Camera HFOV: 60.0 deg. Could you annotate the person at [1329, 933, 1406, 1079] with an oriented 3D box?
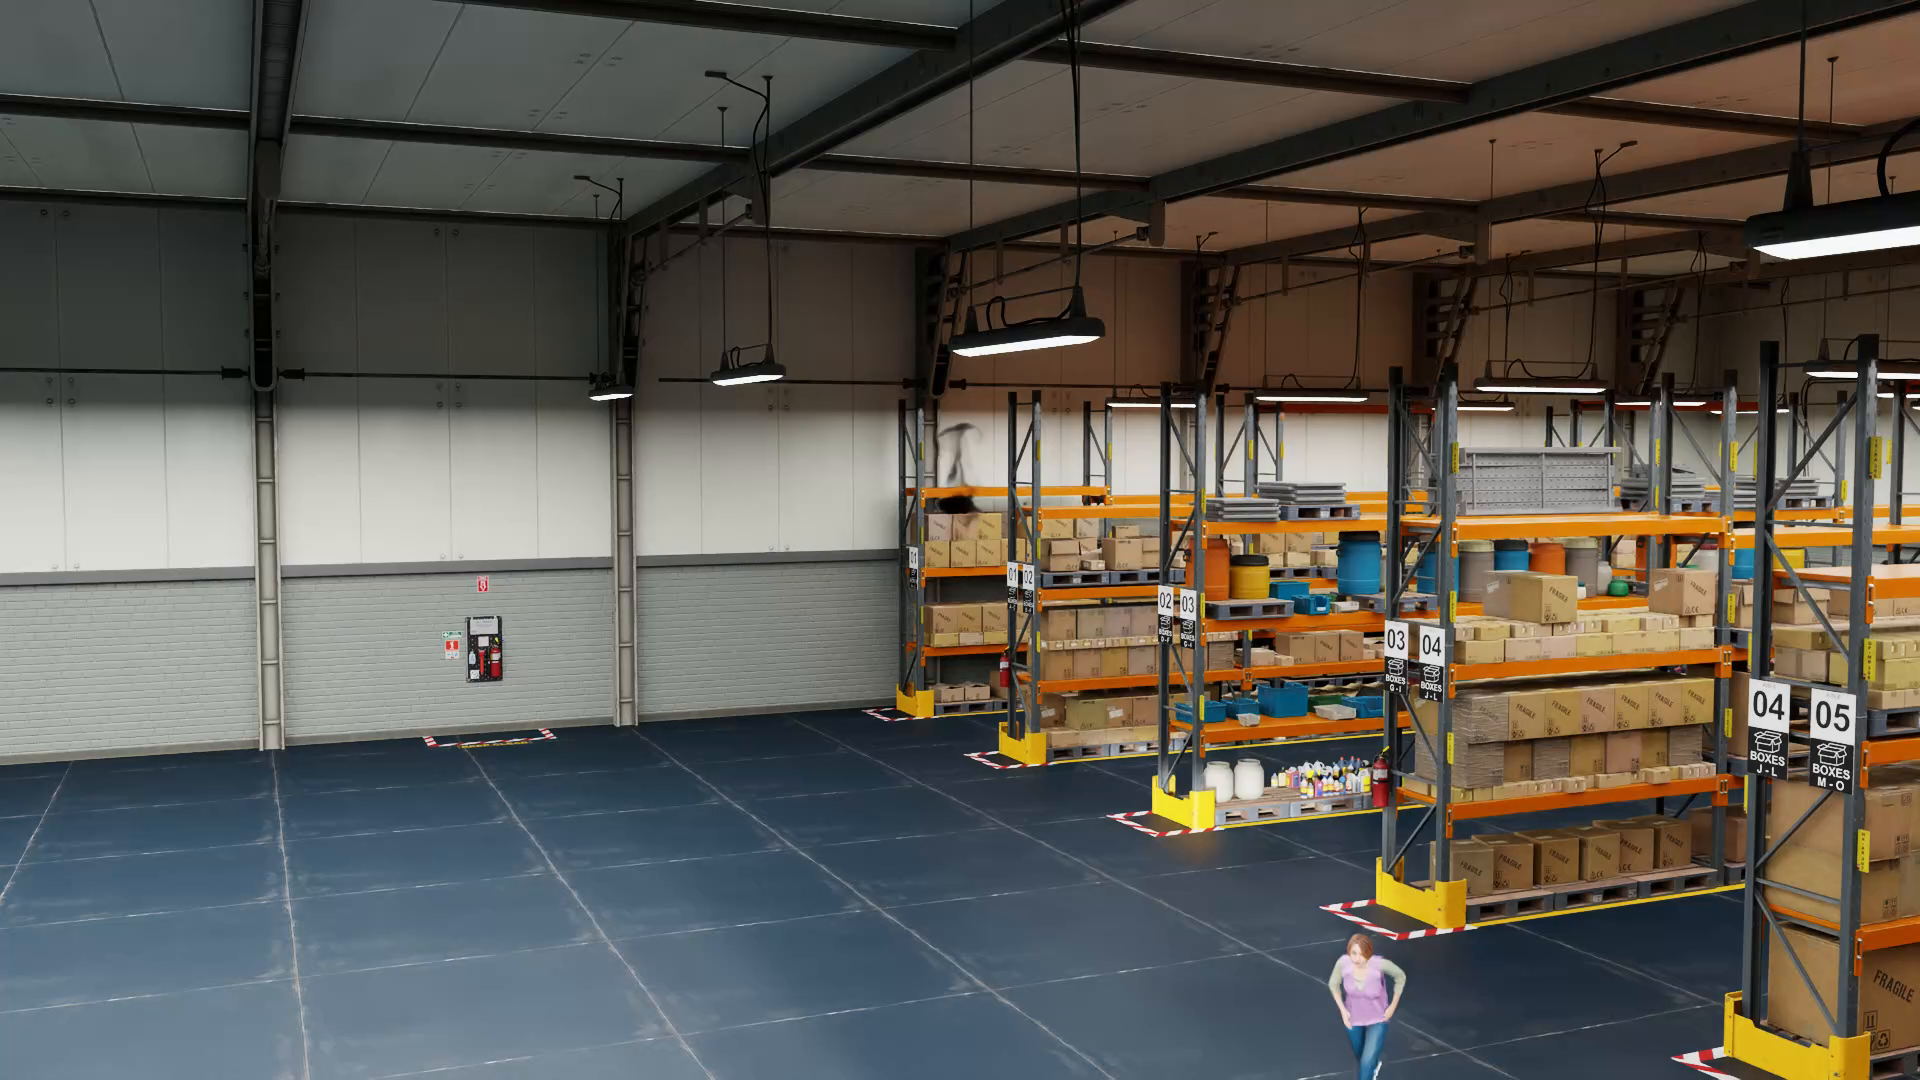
[{"bbox_3d":[3.107,3.683,12.669,0.569,1.533,0.879,1,4,20],"label":"person"}]
